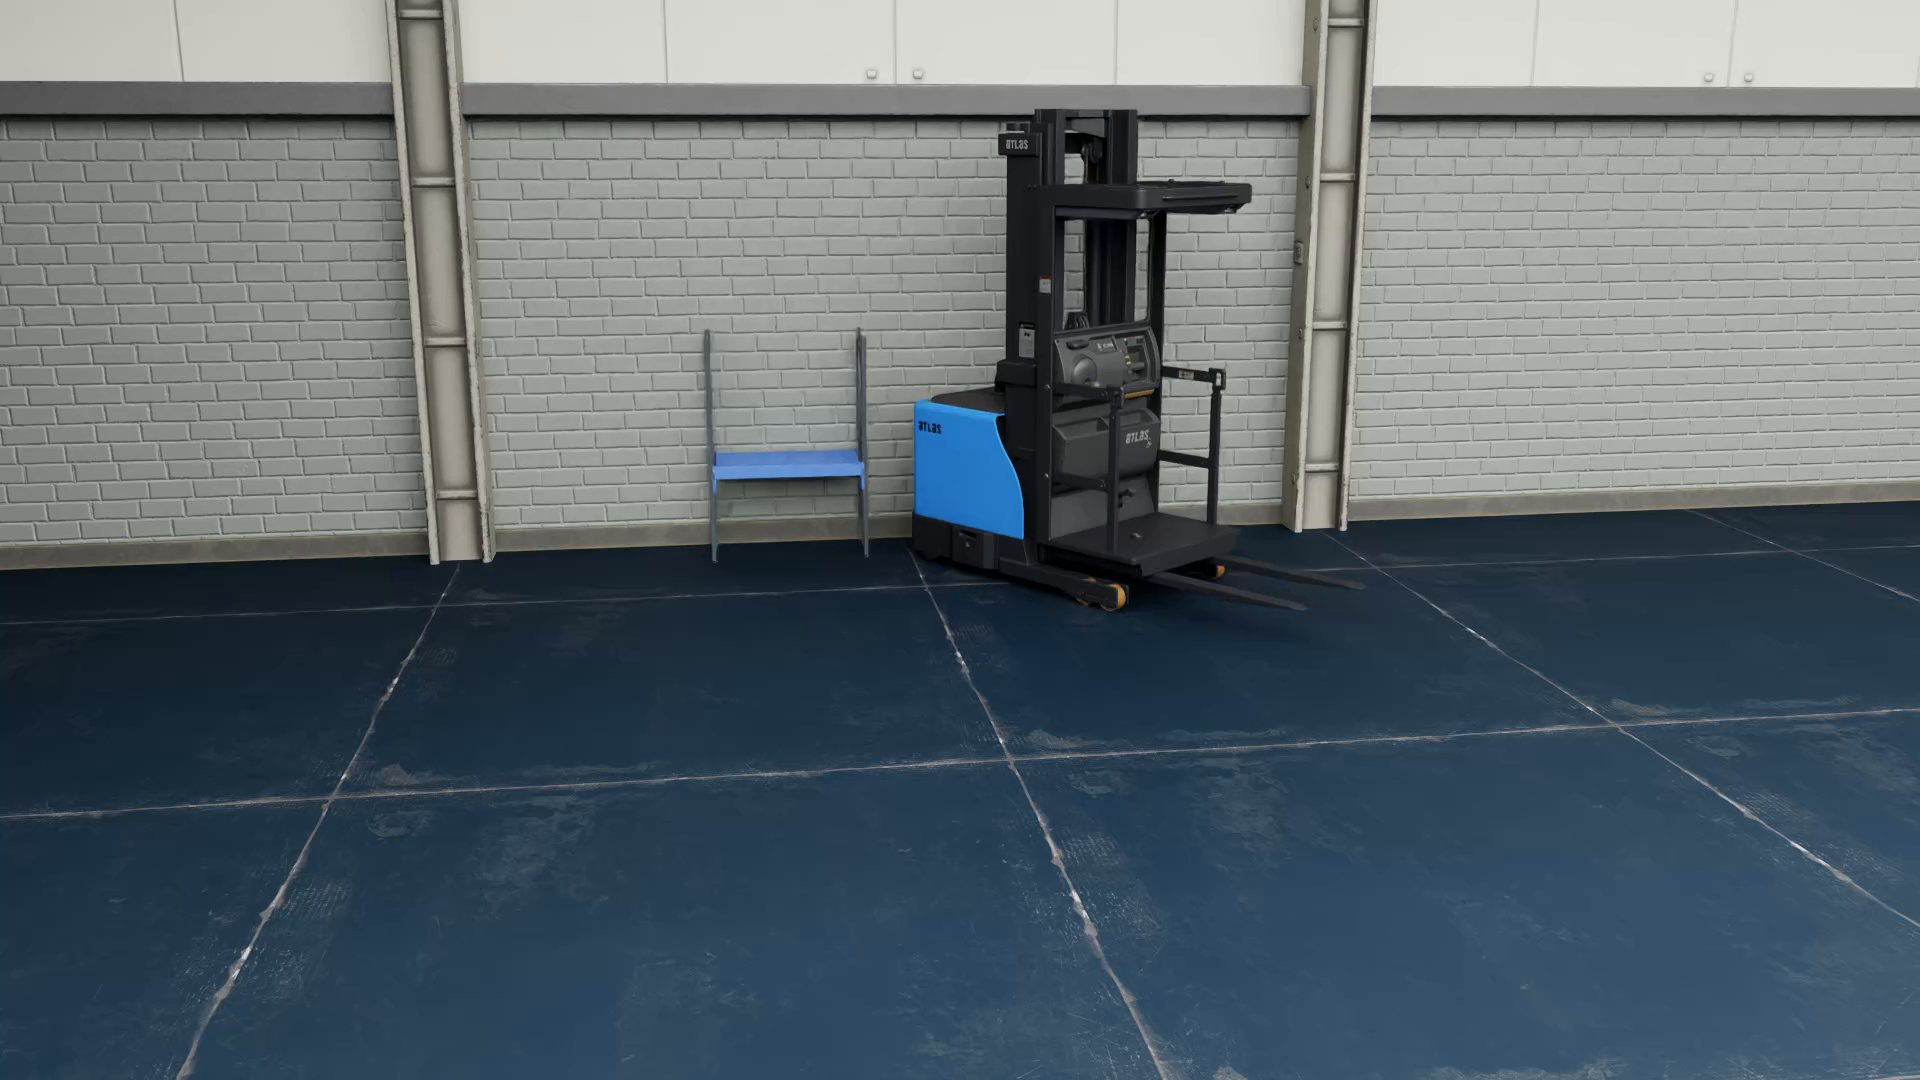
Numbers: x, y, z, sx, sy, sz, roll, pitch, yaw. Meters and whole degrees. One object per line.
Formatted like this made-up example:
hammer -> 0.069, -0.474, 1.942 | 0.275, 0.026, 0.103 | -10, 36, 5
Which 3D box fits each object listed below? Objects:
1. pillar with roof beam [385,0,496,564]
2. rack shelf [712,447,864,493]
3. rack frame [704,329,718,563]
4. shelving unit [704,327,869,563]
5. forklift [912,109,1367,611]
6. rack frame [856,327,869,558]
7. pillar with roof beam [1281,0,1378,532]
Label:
pillar with roof beam -> -2.716, -3.211, 6.028 | 0.400, 9.000, 9.100 | -2, 14, -8
rack shelf -> -1.169, -0.476, 11.276 | 1.000, 0.185, 0.538 | -2, 14, -7
rack frame -> -1.673, -0.634, 11.167 | 0.032, 1.500, 0.500 | -2, 14, -7
shelving unit -> -1.169, -0.650, 11.232 | 1.048, 1.500, 0.538 | -2, 14, -7
forklift -> 1.072, -1.134, 10.217 | 1.130, 2.935, 3.031 | -14, 19, -43
rack frame -> -0.665, -0.667, 11.298 | 0.032, 1.500, 0.500 | -2, 14, -7
pillar with roof beam -> 3.217, -3.429, 6.895 | 0.400, 9.000, 9.100 | -2, 14, -8
